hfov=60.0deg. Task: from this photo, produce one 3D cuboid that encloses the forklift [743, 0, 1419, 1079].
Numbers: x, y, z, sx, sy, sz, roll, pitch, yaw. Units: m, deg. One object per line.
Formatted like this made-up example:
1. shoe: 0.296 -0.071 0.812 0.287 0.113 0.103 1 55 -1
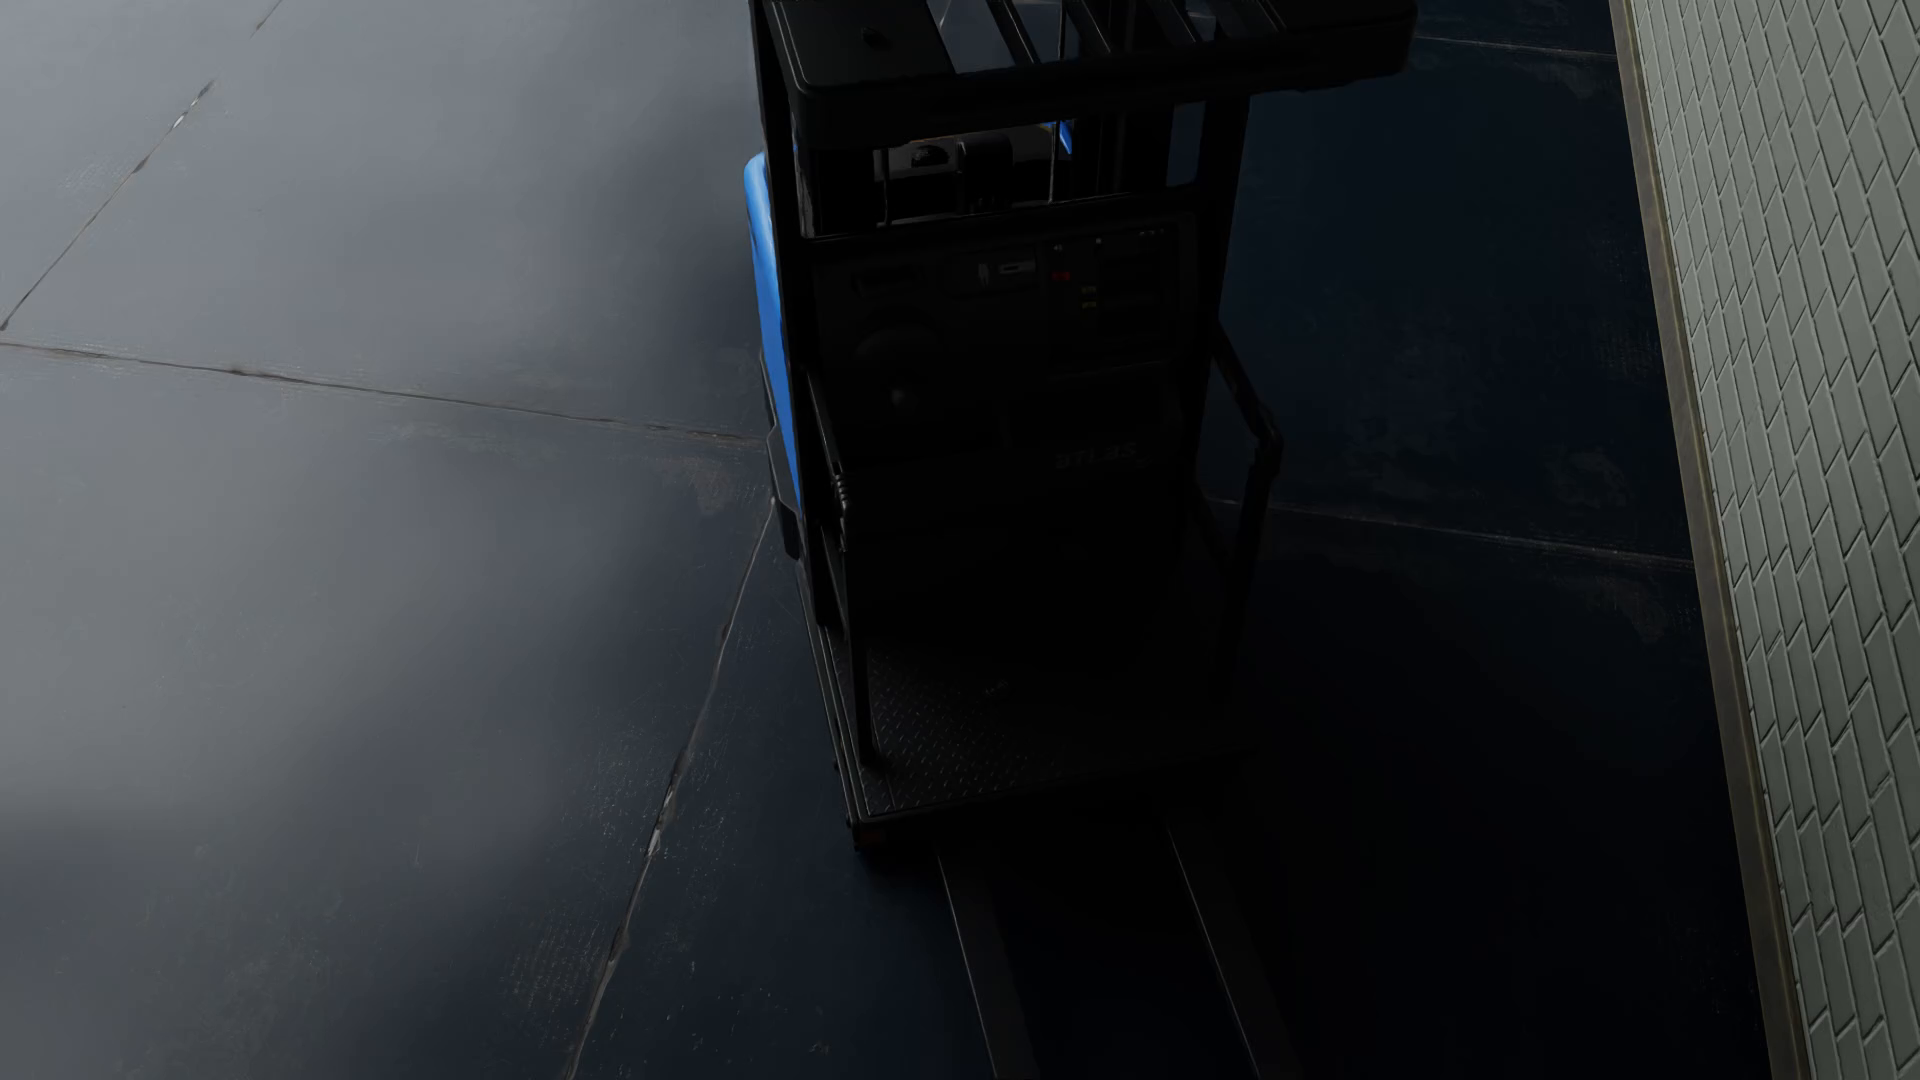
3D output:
1. forklift: 0.168 -0.449 3.821 1.130 2.935 3.031 -10 49 -9
